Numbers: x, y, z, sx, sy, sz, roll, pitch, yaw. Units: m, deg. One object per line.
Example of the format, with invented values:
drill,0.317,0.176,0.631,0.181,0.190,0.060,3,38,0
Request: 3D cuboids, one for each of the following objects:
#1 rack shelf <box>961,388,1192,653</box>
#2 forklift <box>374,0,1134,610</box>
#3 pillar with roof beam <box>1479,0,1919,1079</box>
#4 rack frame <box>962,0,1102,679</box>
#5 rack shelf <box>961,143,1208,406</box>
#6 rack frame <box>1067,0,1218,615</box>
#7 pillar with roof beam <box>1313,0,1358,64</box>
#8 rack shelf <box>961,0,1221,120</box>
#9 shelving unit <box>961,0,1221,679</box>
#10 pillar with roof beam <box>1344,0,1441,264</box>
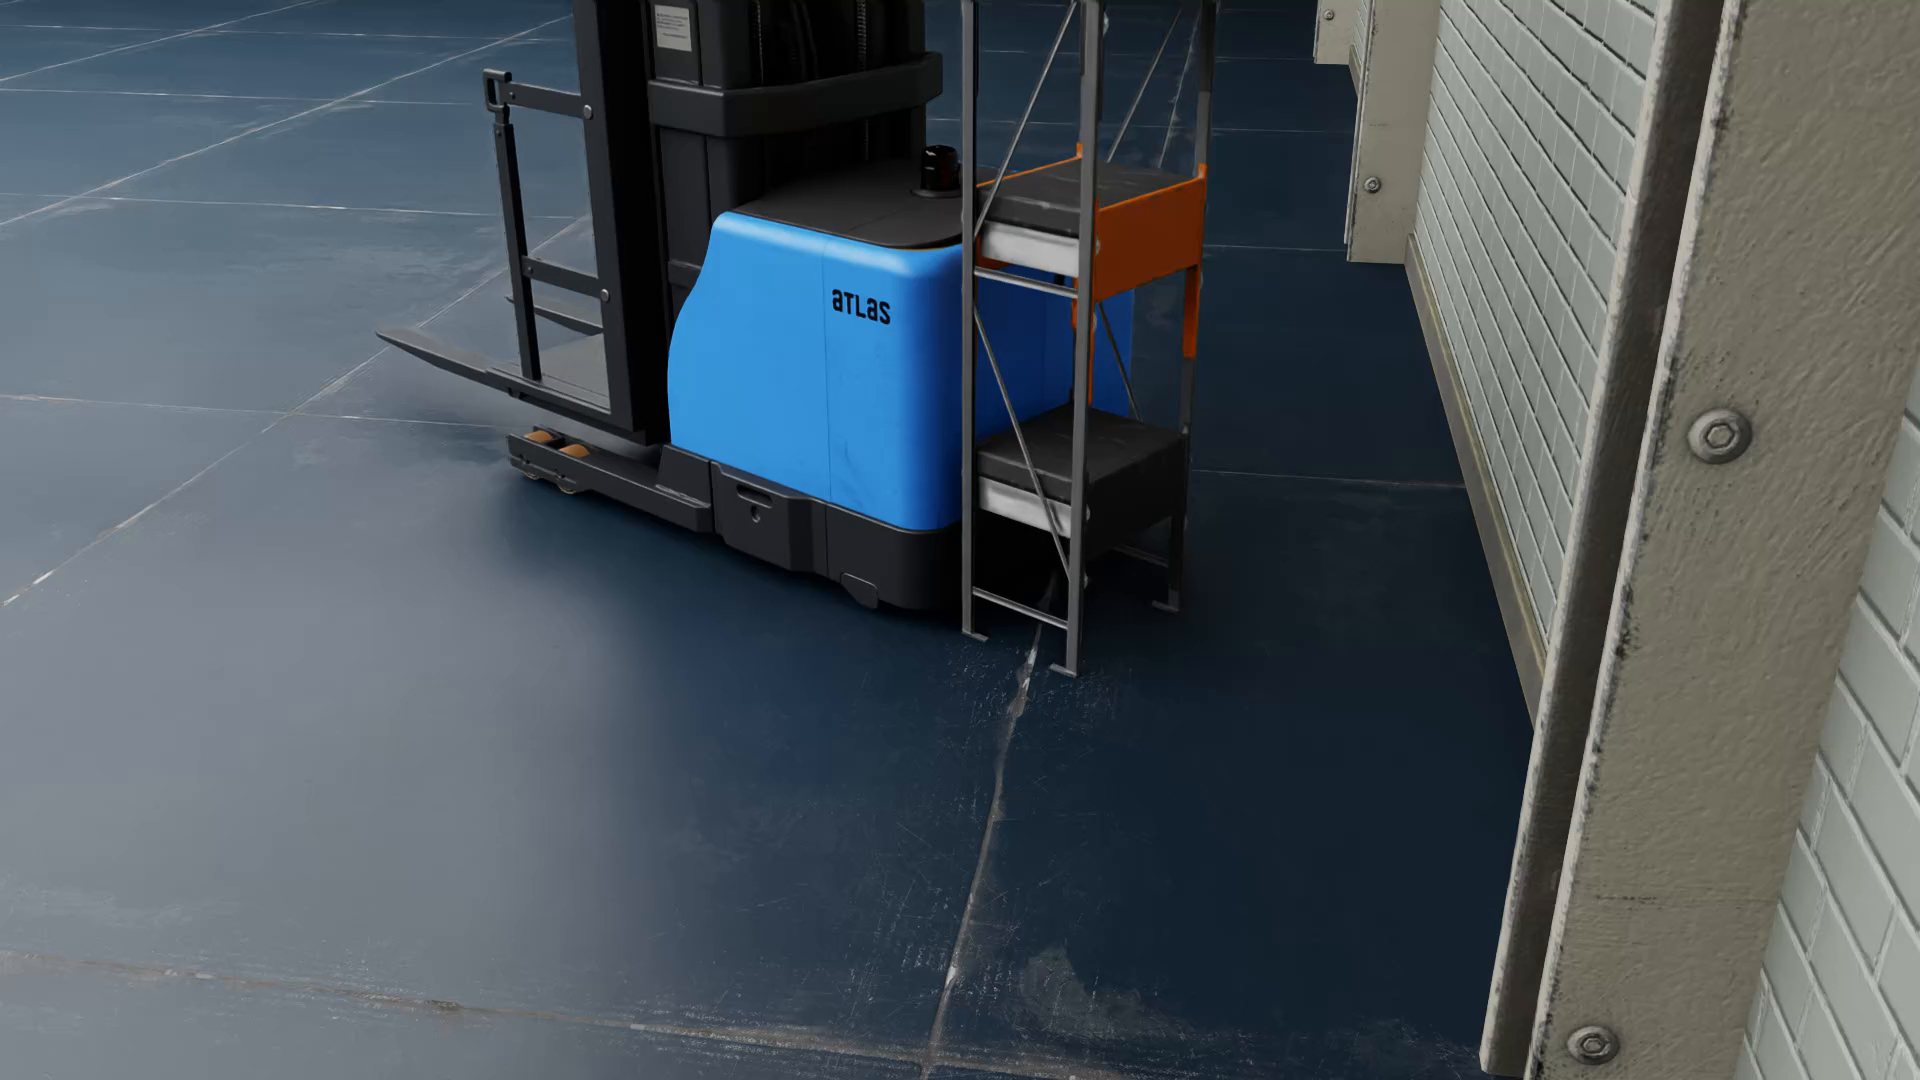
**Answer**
rack shelf,0.320,-0.068,4.601,0.431,0.518,0.480,20,31,36
forklift,-0.908,-1.631,5.277,3.031,2.935,1.130,20,32,36
pillar with roof beam,-3.138,-3.306,1.698,9.100,9.000,0.400,4,25,9
rack frame,0.163,-0.635,4.130,0.400,2.100,0.015,20,31,36
rack shelf,0.321,-0.702,4.304,0.431,0.518,0.480,20,31,36
rack frame,0.478,-0.793,4.467,0.400,2.100,0.015,20,31,36
pillar with roof beam,-1.177,-8.325,12.420,9.100,9.000,0.400,4,25,9
rack shelf,0.321,-1.336,4.007,0.431,0.518,0.480,20,31,36
shelving unit,0.321,-0.714,4.298,0.431,2.100,0.503,20,31,36
pillar with roof beam,-2.157,-5.815,7.059,9.100,9.000,0.400,4,25,9
